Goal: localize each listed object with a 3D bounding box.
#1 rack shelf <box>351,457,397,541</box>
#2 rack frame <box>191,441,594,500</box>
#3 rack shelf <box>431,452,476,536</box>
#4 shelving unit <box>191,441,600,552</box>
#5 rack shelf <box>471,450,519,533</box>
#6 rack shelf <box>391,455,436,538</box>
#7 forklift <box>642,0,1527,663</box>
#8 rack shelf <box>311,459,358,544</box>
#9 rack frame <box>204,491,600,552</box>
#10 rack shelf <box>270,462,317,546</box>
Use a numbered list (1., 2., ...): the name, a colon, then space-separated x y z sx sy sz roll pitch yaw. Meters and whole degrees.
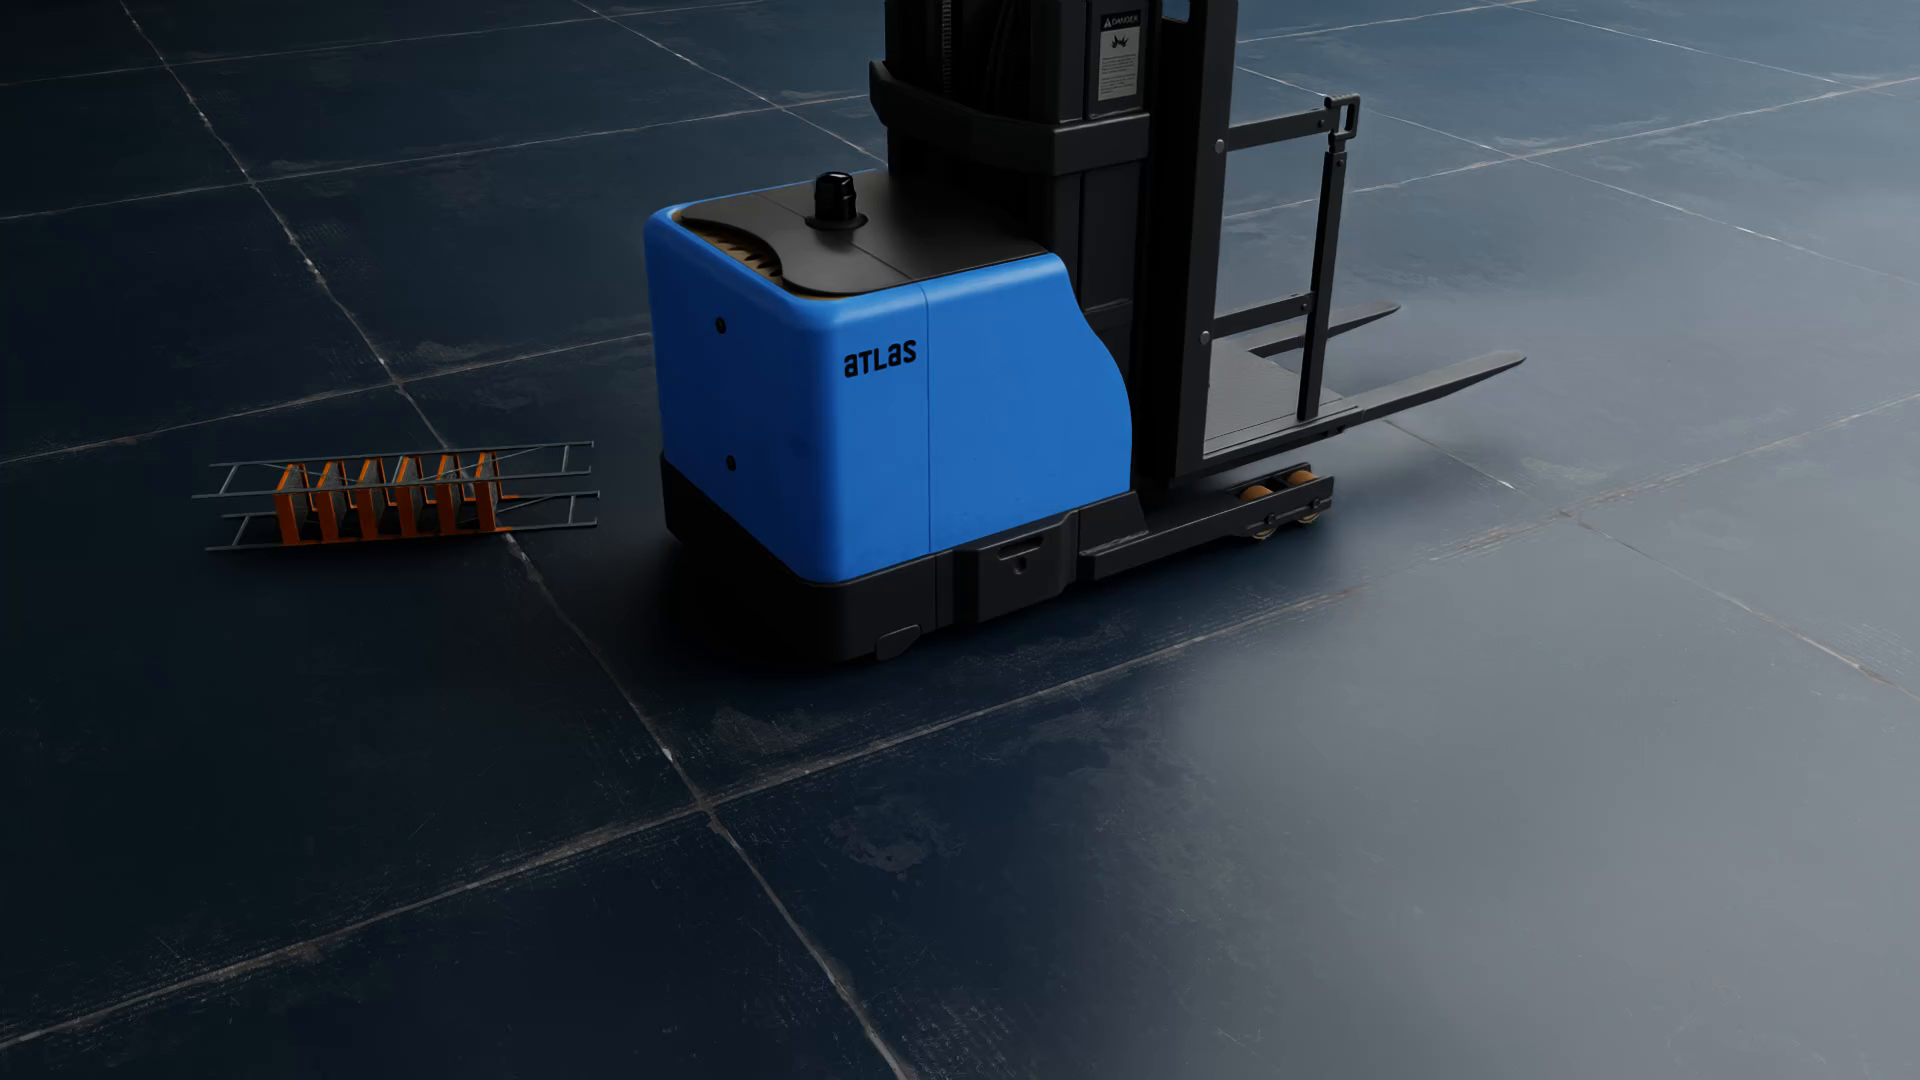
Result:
1. rack shelf: -1.850 -0.138 5.300 0.103 0.180 0.258 -4 29 -7
2. rack frame: -1.776 -0.224 5.265 1.200 0.006 0.240 -4 29 -7
3. rack shelf: -1.613 -0.155 5.330 0.103 0.180 0.258 -4 29 -7
4. shelving unit: -1.776 -0.143 5.309 1.200 0.189 0.258 -4 29 -7
5. rack shelf: -1.494 -0.163 5.345 0.103 0.180 0.258 -4 29 -7
6. rack shelf: -1.732 -0.146 5.315 0.103 0.180 0.258 -4 29 -7
7. forklift: 0.594 -1.481 4.901 3.031 2.935 1.130 -18 33 -29
8. rack shelf: -1.969 -0.130 5.285 0.103 0.180 0.258 -4 29 -7
9. rack frame: -1.776 -0.063 5.354 1.200 0.006 0.240 -4 29 -7
10. rack shelf: -2.088 -0.122 5.270 0.103 0.180 0.258 -4 29 -7
